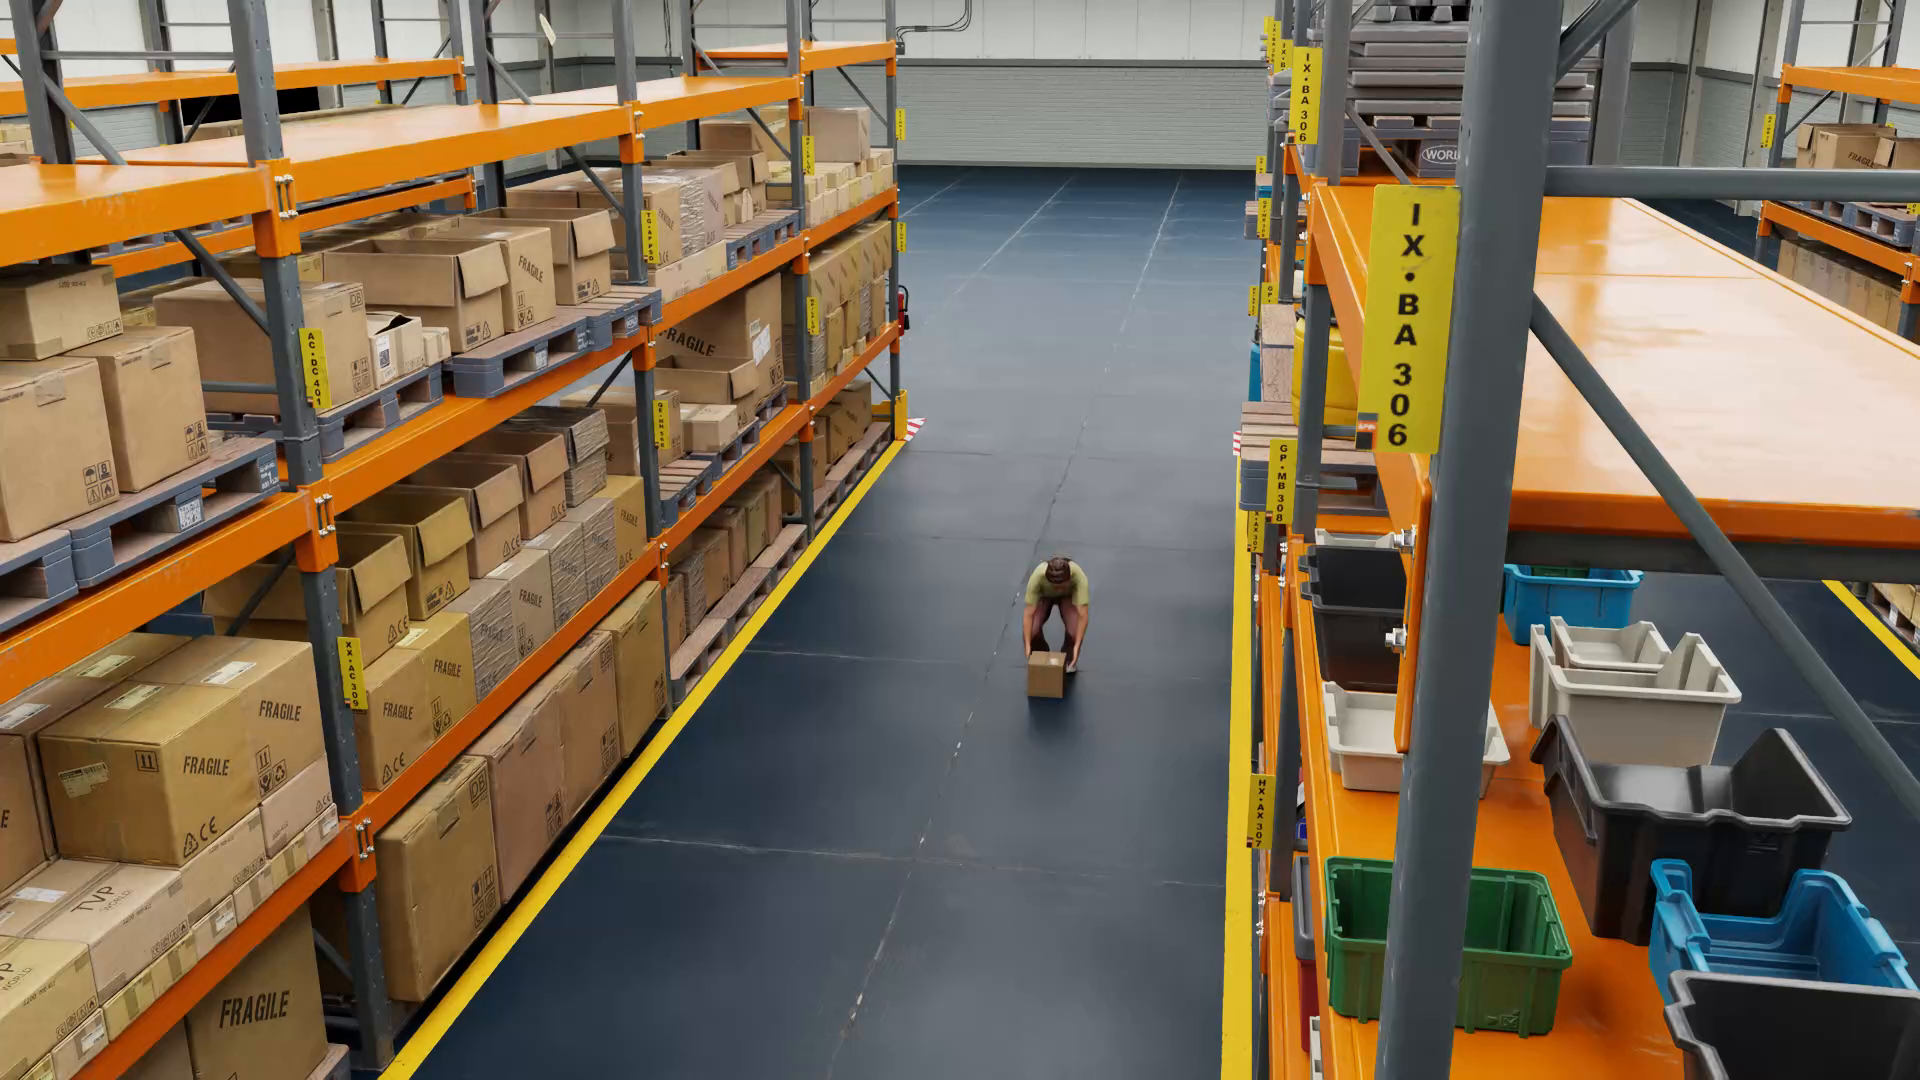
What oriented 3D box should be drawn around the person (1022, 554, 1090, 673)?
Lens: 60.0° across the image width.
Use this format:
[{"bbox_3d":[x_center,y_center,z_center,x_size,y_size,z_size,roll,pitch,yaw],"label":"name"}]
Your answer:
[{"bbox_3d":[0.713,0.511,12.121,0.493,0.974,0.787,3,18,9],"label":"person"}]
